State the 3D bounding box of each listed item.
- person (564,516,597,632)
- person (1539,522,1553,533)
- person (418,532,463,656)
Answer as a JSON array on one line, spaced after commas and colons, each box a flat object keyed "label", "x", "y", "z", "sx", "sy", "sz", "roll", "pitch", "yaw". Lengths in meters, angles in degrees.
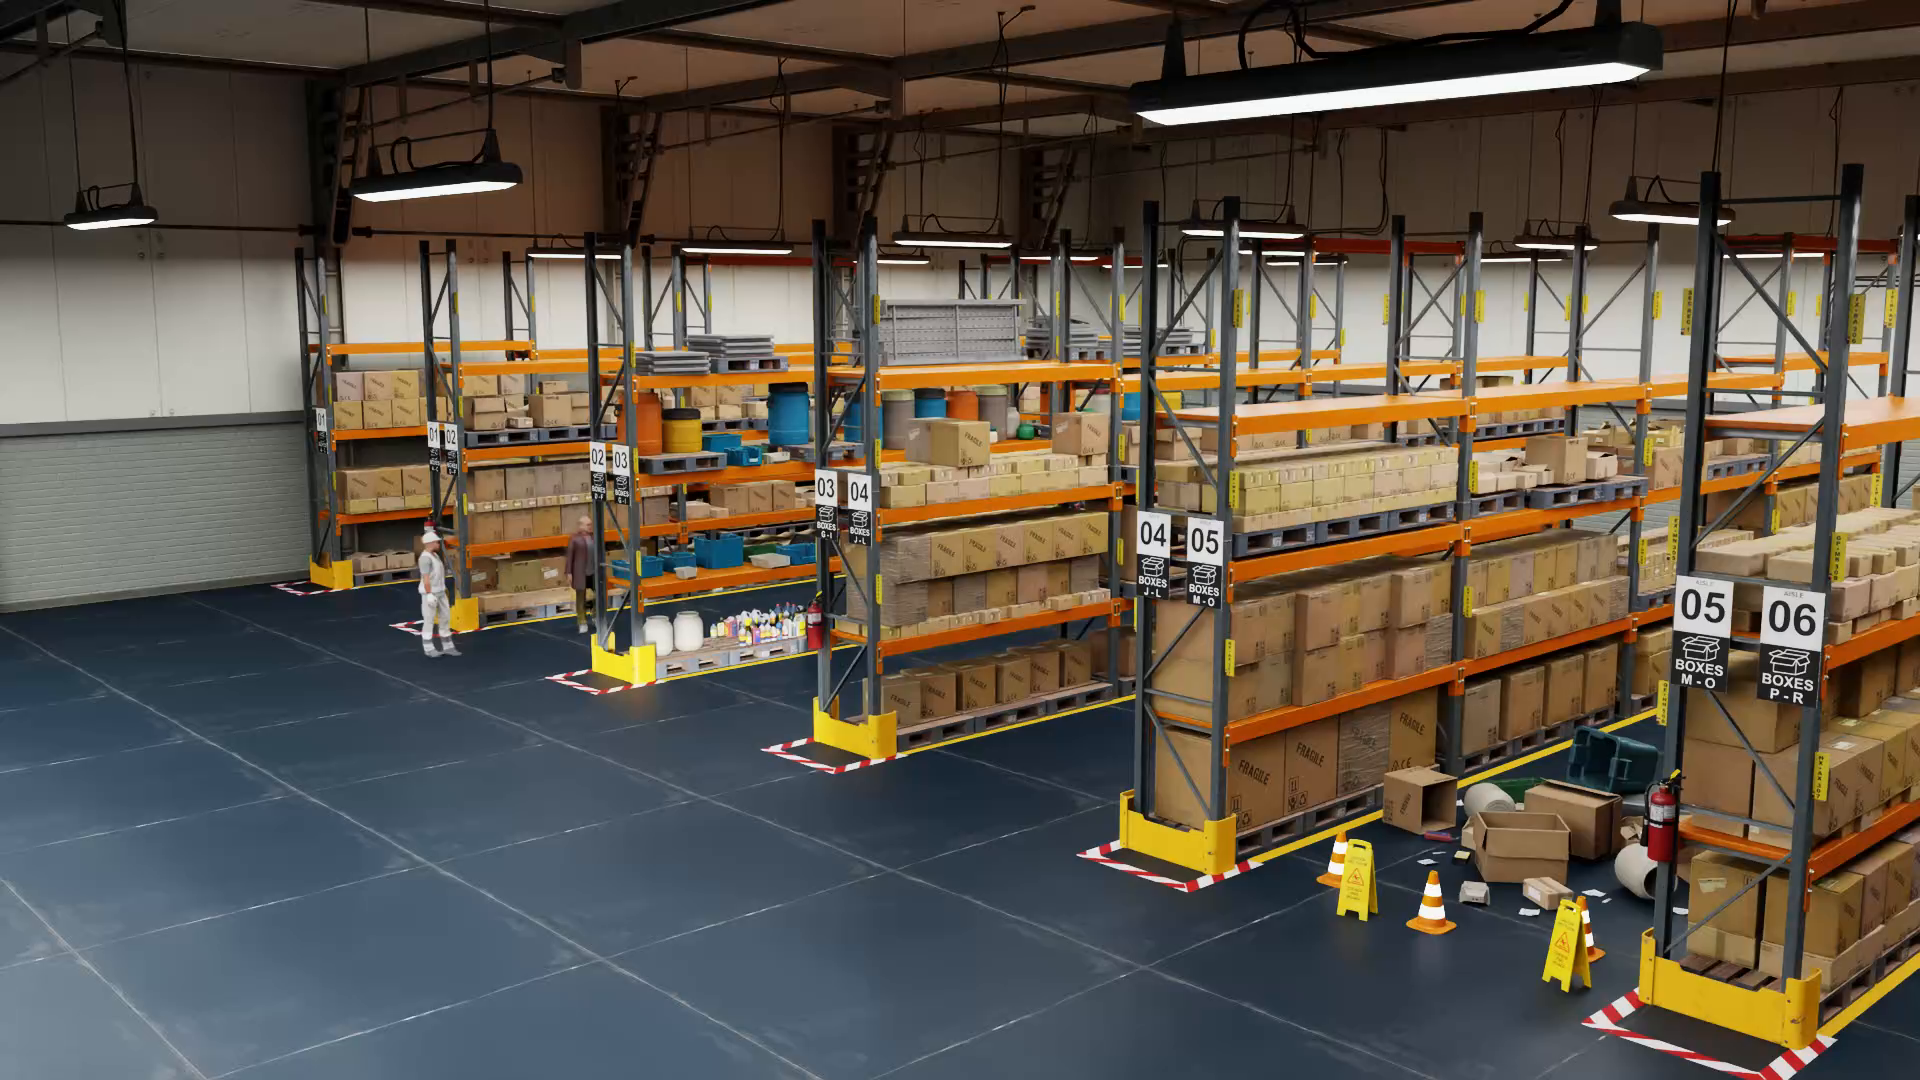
[{"label": "person", "x": -5.819, "y": 0.539, "z": 25.757, "sx": 0.681, "sy": 1.819, "sz": 0.439, "roll": -7, "pitch": 11, "yaw": -39}, {"label": "person", "x": 9.237, "y": 0.492, "z": 26.283, "sx": 0.594, "sy": 1.766, "sz": 0.394, "roll": -5, "pitch": 10, "yaw": -29}, {"label": "person", "x": -7.521, "y": 0.801, "z": 23.902, "sx": 0.541, "sy": 1.827, "sz": 0.535, "roll": 3, "pitch": 9, "yaw": 18}]
